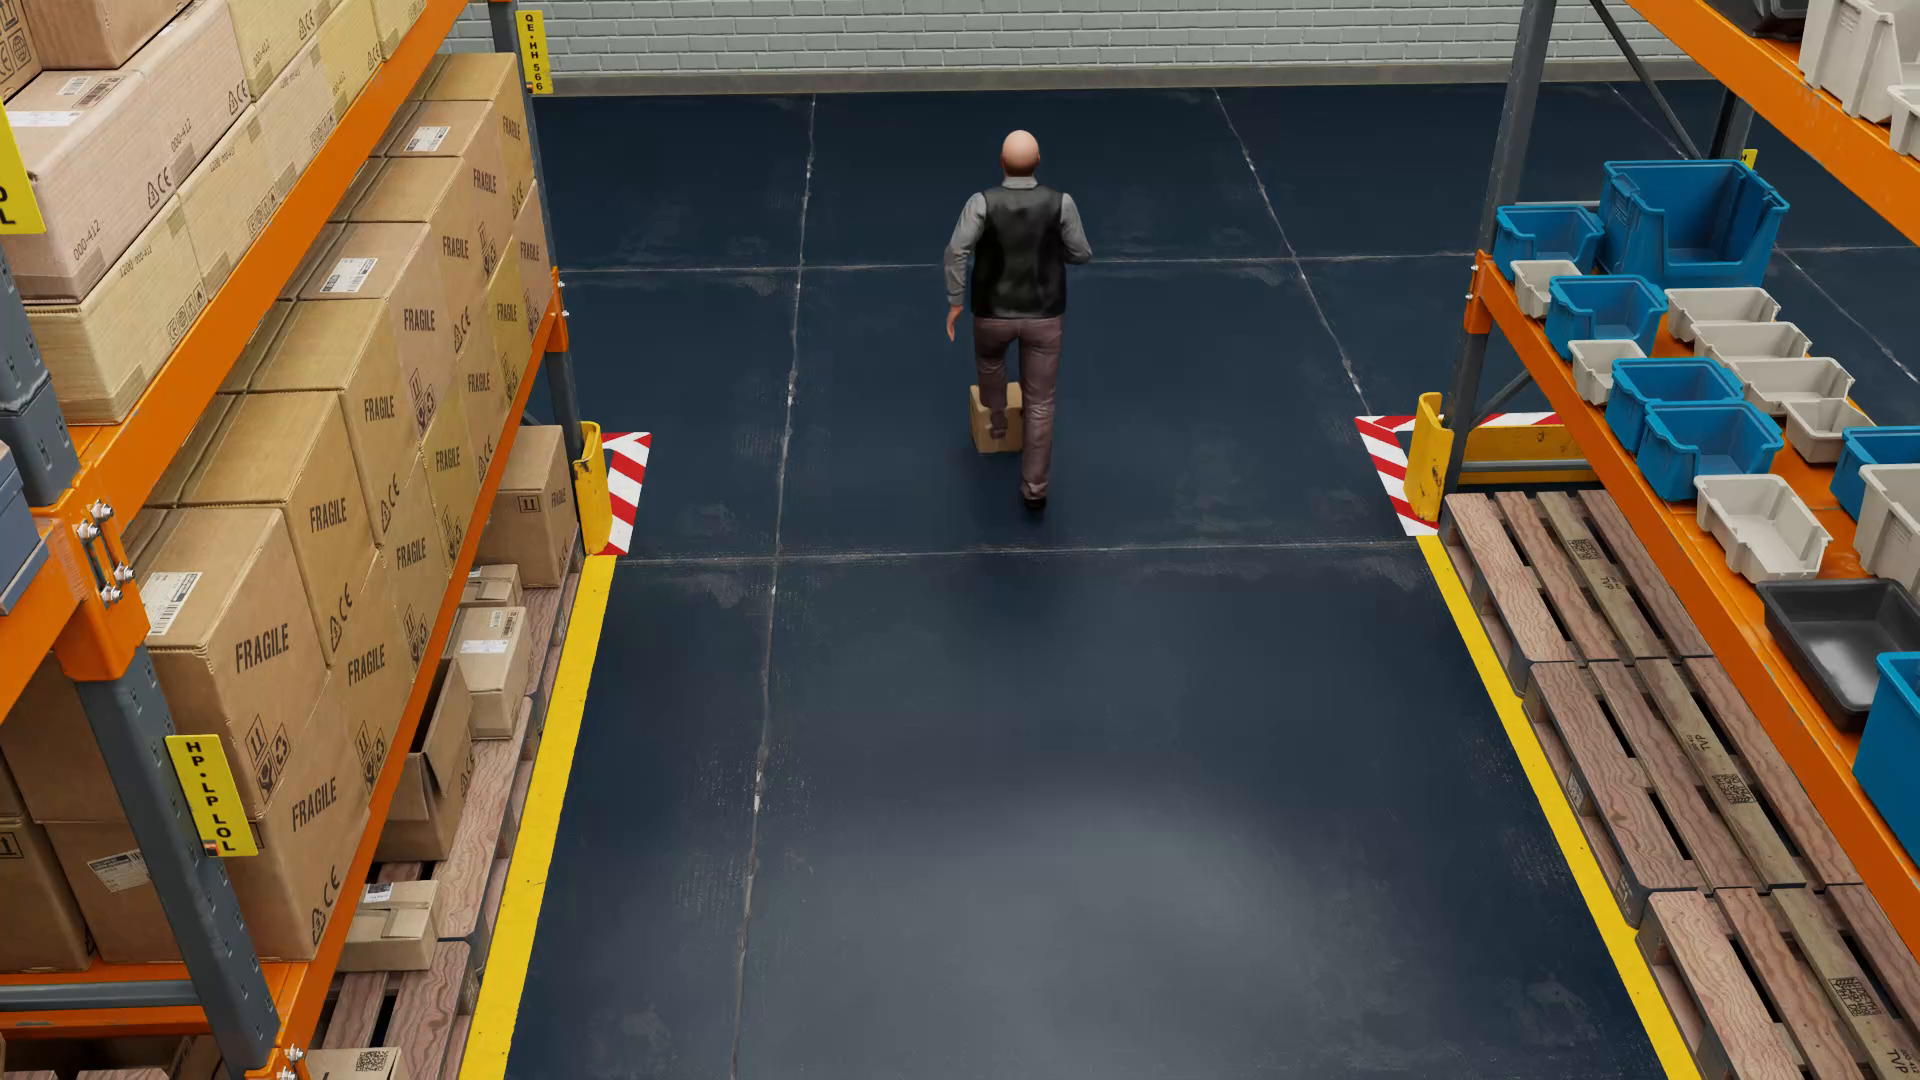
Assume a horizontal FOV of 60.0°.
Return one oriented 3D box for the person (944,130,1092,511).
[{"bbox_3d":[0.266,-1.049,7.710,0.663,1.637,0.936,3,35,4],"label":"person"}]
